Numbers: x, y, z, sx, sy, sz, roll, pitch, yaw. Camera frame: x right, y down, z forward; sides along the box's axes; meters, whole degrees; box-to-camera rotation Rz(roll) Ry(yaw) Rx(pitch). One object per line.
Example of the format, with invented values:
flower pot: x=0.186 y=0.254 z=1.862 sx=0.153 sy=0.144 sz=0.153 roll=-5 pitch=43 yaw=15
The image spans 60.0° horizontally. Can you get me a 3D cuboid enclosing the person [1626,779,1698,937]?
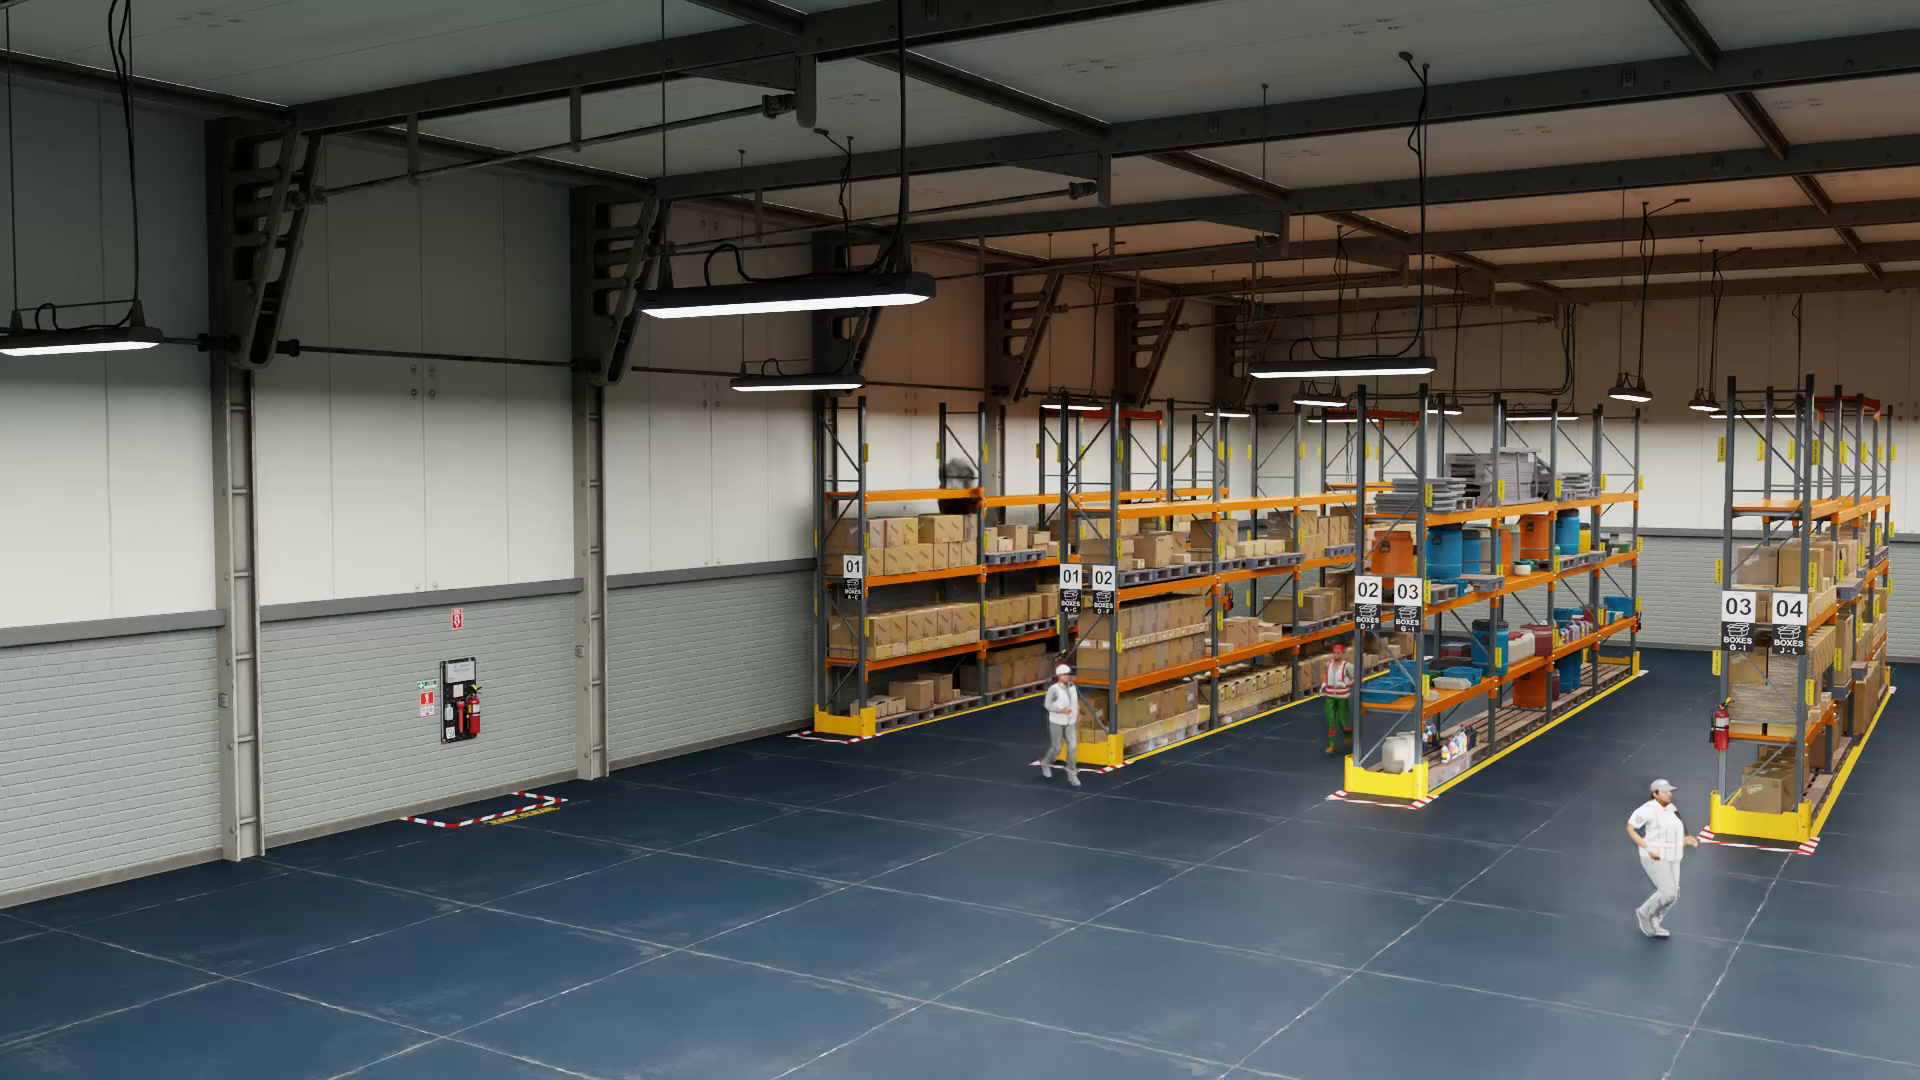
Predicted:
person: x=7.253 y=3.281 z=17.085 sx=0.593 sy=1.626 sz=0.557 roll=-2 pitch=3 yaw=-29

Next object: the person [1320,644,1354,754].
person: x=6.320 y=2.638 z=27.818 sx=0.651 sy=1.796 sz=0.862 roll=2 pitch=4 yaw=32

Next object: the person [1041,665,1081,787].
person: x=1.558 y=2.786 z=25.258 sx=0.676 sy=1.801 sz=0.853 roll=-2 pitch=3 yaw=-29
